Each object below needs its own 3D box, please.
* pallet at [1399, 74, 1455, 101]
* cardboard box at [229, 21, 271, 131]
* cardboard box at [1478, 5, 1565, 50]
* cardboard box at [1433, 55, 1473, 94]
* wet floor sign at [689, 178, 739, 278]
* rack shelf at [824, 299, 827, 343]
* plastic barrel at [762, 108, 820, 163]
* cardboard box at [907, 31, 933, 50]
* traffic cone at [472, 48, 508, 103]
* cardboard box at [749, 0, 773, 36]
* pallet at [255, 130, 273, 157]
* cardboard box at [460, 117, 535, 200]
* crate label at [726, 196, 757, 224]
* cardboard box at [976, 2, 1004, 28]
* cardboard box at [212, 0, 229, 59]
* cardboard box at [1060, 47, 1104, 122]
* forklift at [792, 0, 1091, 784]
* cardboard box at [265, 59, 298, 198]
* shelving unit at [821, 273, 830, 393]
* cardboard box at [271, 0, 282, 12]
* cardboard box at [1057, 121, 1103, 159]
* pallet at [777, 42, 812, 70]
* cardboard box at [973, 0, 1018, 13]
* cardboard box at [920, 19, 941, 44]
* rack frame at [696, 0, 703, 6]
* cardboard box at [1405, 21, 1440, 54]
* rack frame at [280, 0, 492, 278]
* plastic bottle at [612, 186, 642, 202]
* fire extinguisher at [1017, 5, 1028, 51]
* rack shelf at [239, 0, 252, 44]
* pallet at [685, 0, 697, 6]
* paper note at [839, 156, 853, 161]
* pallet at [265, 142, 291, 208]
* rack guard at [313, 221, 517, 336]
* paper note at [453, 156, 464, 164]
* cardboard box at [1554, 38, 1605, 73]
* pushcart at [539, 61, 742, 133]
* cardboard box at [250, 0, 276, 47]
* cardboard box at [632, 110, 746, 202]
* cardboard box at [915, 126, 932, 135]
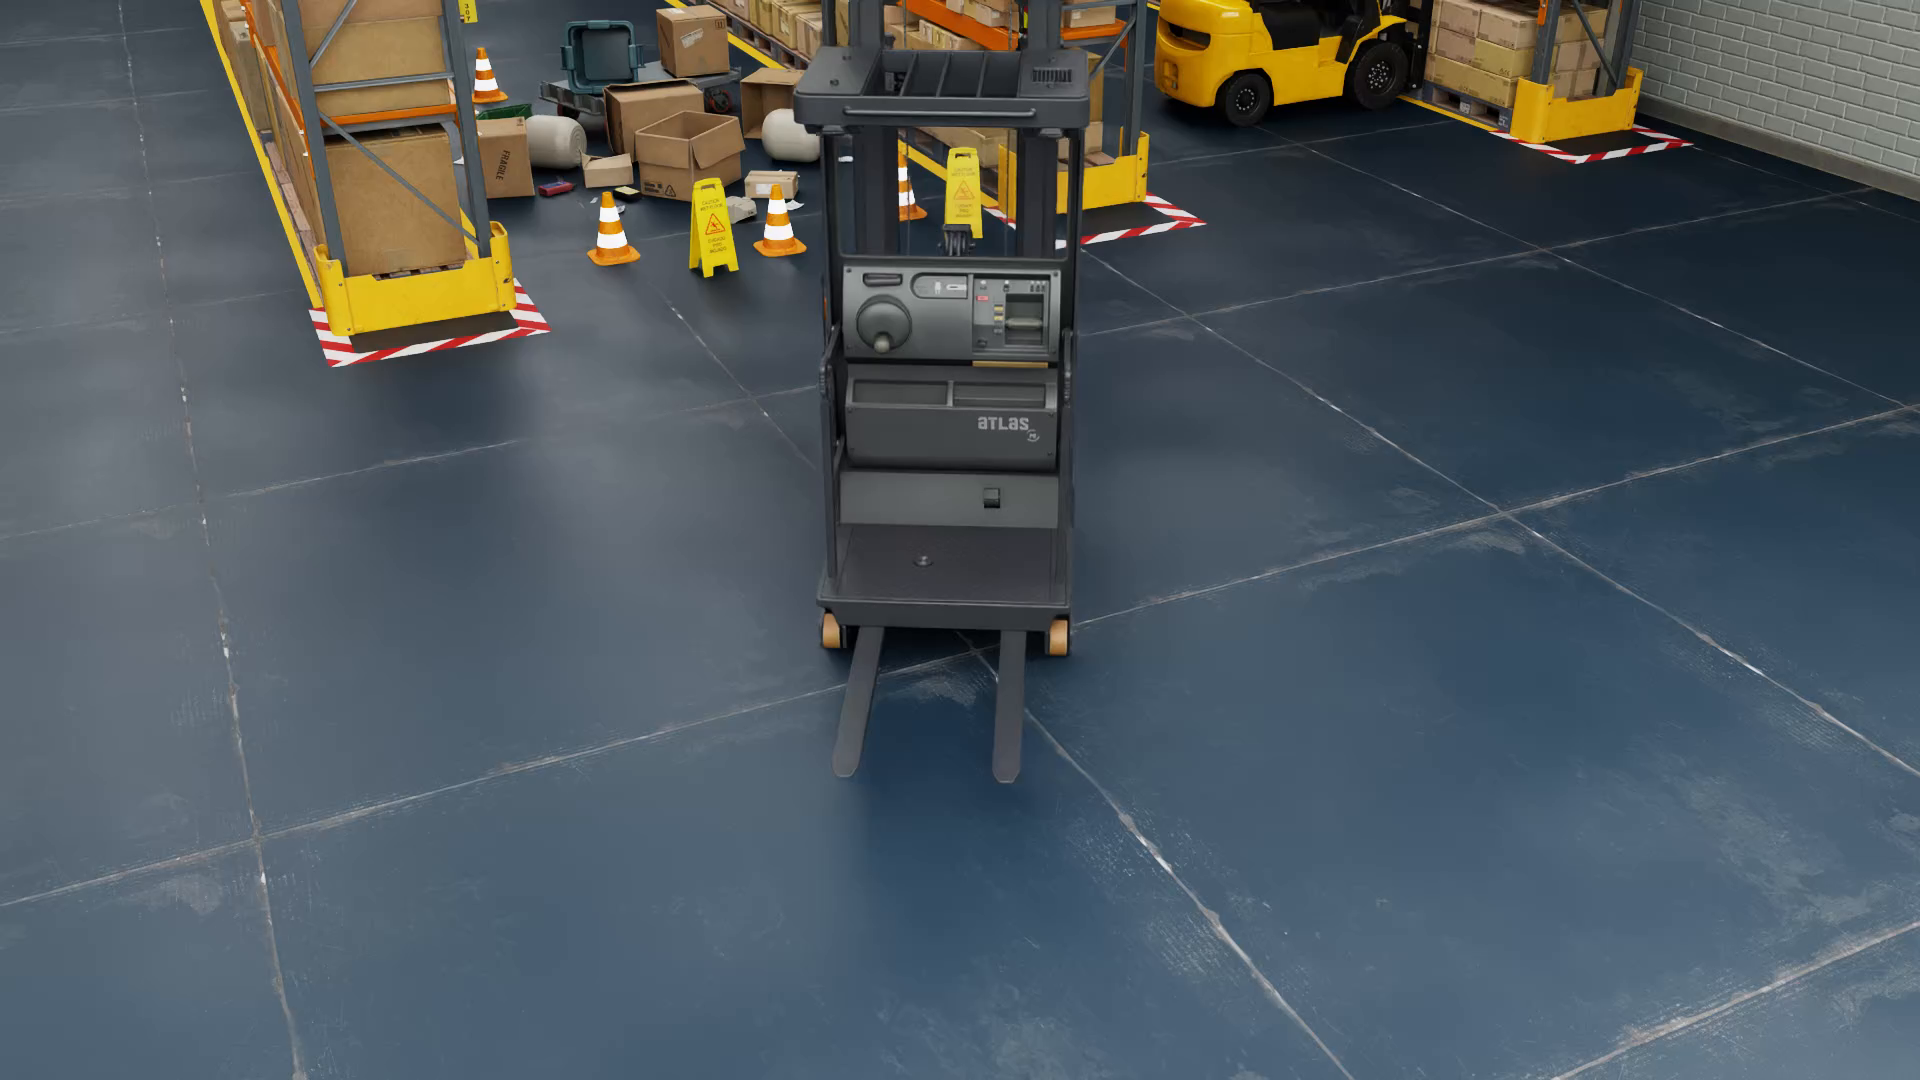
[{"bbox_3d":[4.501,-4.577,16.197,1.003,0.211,1.213,-13,32,-22],"label":"pallet"},{"bbox_3d":[-5.587,-4.023,14.228,1.050,0.750,0.750,-13,32,-22],"label":"cardboard box"},{"bbox_3d":[4.908,-4.484,14.540,0.500,0.250,0.500,-12,31,-20],"label":"cardboard box"},{"bbox_3d":[4.695,-4.273,15.186,0.500,0.250,0.500,-13,32,-22],"label":"cardboard box"},{"bbox_3d":[-1.721,-2.175,11.468,0.267,0.644,0.232,-19,35,-30],"label":"wet floor sign"},{"bbox_3d":[-0.560,-1.132,8.637,0.240,0.259,0.215,-13,32,-22],"label":"rack shelf"},{"bbox_3d":[-1.349,-3.353,13.797,0.512,0.421,0.421,7,30,13],"label":"plastic barrel"},{"bbox_3d":[-0.111,-3.947,13.837,0.500,0.500,0.500,-14,32,-23],"label":"cardboard box"},{"bbox_3d":[-4.451,-4.369,15.567,0.336,0.463,0.334,-13,32,-22],"label":"traffic cone"},{"bbox_3d":[-1.651,-5.541,17.323,0.950,0.372,0.625,-12,31,-20],"label":"cardboard box"},{"bbox_3d":[-5.638,-3.674,14.587,1.003,0.211,1.213,-13,32,-22],"label":"pallet"},{"bbox_3d":[-3.646,-3.006,13.097,0.500,0.500,0.500,-8,30,-13],"label":"cardboard box"},{"bbox_3d":[-1.694,-2.504,12.576,0.298,0.136,0.250,19,34,30],"label":"crate label"},{"bbox_3d":[0.343,-3.982,12.541,0.380,0.149,0.250,-13,32,-23],"label":"cardboard box"},{"bbox_3d":[-6.776,-5.247,16.410,1.050,0.750,0.750,-14,32,-23],"label":"cardboard box"},{"bbox_3d":[0.798,-3.618,13.251,0.500,0.500,0.500,-14,32,-24],"label":"cardboard box"},{"bbox_3d":[-0.046,-0.930,6.912,1.130,2.935,3.031,2,29,3],"label":"forklift"},{"bbox_3d":[-4.642,-3.132,12.512,0.875,0.875,0.875,-13,32,-22],"label":"cardboard box"},{"bbox_3d":[-0.560,-0.894,8.770,0.252,1.050,0.215,-13,32,-22],"label":"shelving unit"},{"bbox_3d":[-3.965,-3.731,10.579,0.875,0.550,0.550,-13,32,-22],"label":"cardboard box"},{"bbox_3d":[0.809,-3.281,13.416,0.500,0.250,0.500,-13,32,-22],"label":"cardboard box"},{"bbox_3d":[-1.147,-4.777,16.553,1.003,0.211,1.213,-13,32,-22],"label":"pallet"},{"bbox_3d":[0.424,-4.238,12.334,0.500,0.500,0.500,-14,32,-23],"label":"cardboard box"},{"bbox_3d":[-0.109,-4.152,13.540,0.380,0.149,0.250,-12,31,-20],"label":"cardboard box"},{"bbox_3d":[-2.529,-7.417,18.409,1.000,3.000,0.127,-13,32,-22],"label":"rack frame"},{"bbox_3d":[4.449,-4.725,15.481,0.500,0.250,0.500,-14,32,-23],"label":"cardboard box"},{"bbox_3d":[-3.522,-2.799,10.174,1.000,3.000,0.127,-13,32,-22],"label":"rack frame"},{"bbox_3d":[-2.628,-2.718,13.035,0.283,0.061,0.133,26,38,38],"label":"plastic bottle"},{"bbox_3d":[0.539,-3.702,11.863,0.296,0.674,0.183,-13,32,-22],"label":"fire extinguisher"},{"bbox_3d":[-6.098,-5.135,15.077,1.077,0.370,4.000,-13,32,-22],"label":"rack shelf"},{"bbox_3d":[-2.799,-6.564,19.741,1.003,0.211,1.213,-13,32,-22],"label":"pallet"},{"bbox_3d":[-0.939,-3.193,13.913,0.148,0.019,0.142,26,38,38],"label":"paper note"},{"bbox_3d":[-4.983,-2.997,13.379,1.003,0.211,1.213,-13,32,-22],"label":"pallet"},{"bbox_3d":[-3.511,-1.698,10.766,1.175,0.500,0.348,-13,32,-22],"label":"rack guard"},{"bbox_3d":[-4.132,-3.164,13.861,0.142,0.020,0.147,13,32,21],"label":"paper note"},{"bbox_3d":[5.373,-4.380,14.864,0.500,0.250,0.500,-12,32,-21],"label":"cardboard box"},{"bbox_3d":[-2.849,-4.005,15.006,0.936,0.377,1.648,26,38,38],"label":"pushcart"},{"bbox_3d":[-4.688,-3.969,12.108,0.875,0.550,0.550,-13,32,-22],"label":"cardboard box"},{"bbox_3d":[-2.135,-3.038,13.153,0.637,0.503,0.797,13,32,21],"label":"cardboard box"},{"bbox_3d":[-0.129,-3.628,14.034,0.500,0.250,0.500,-14,32,-24],"label":"cardboard box"}]
